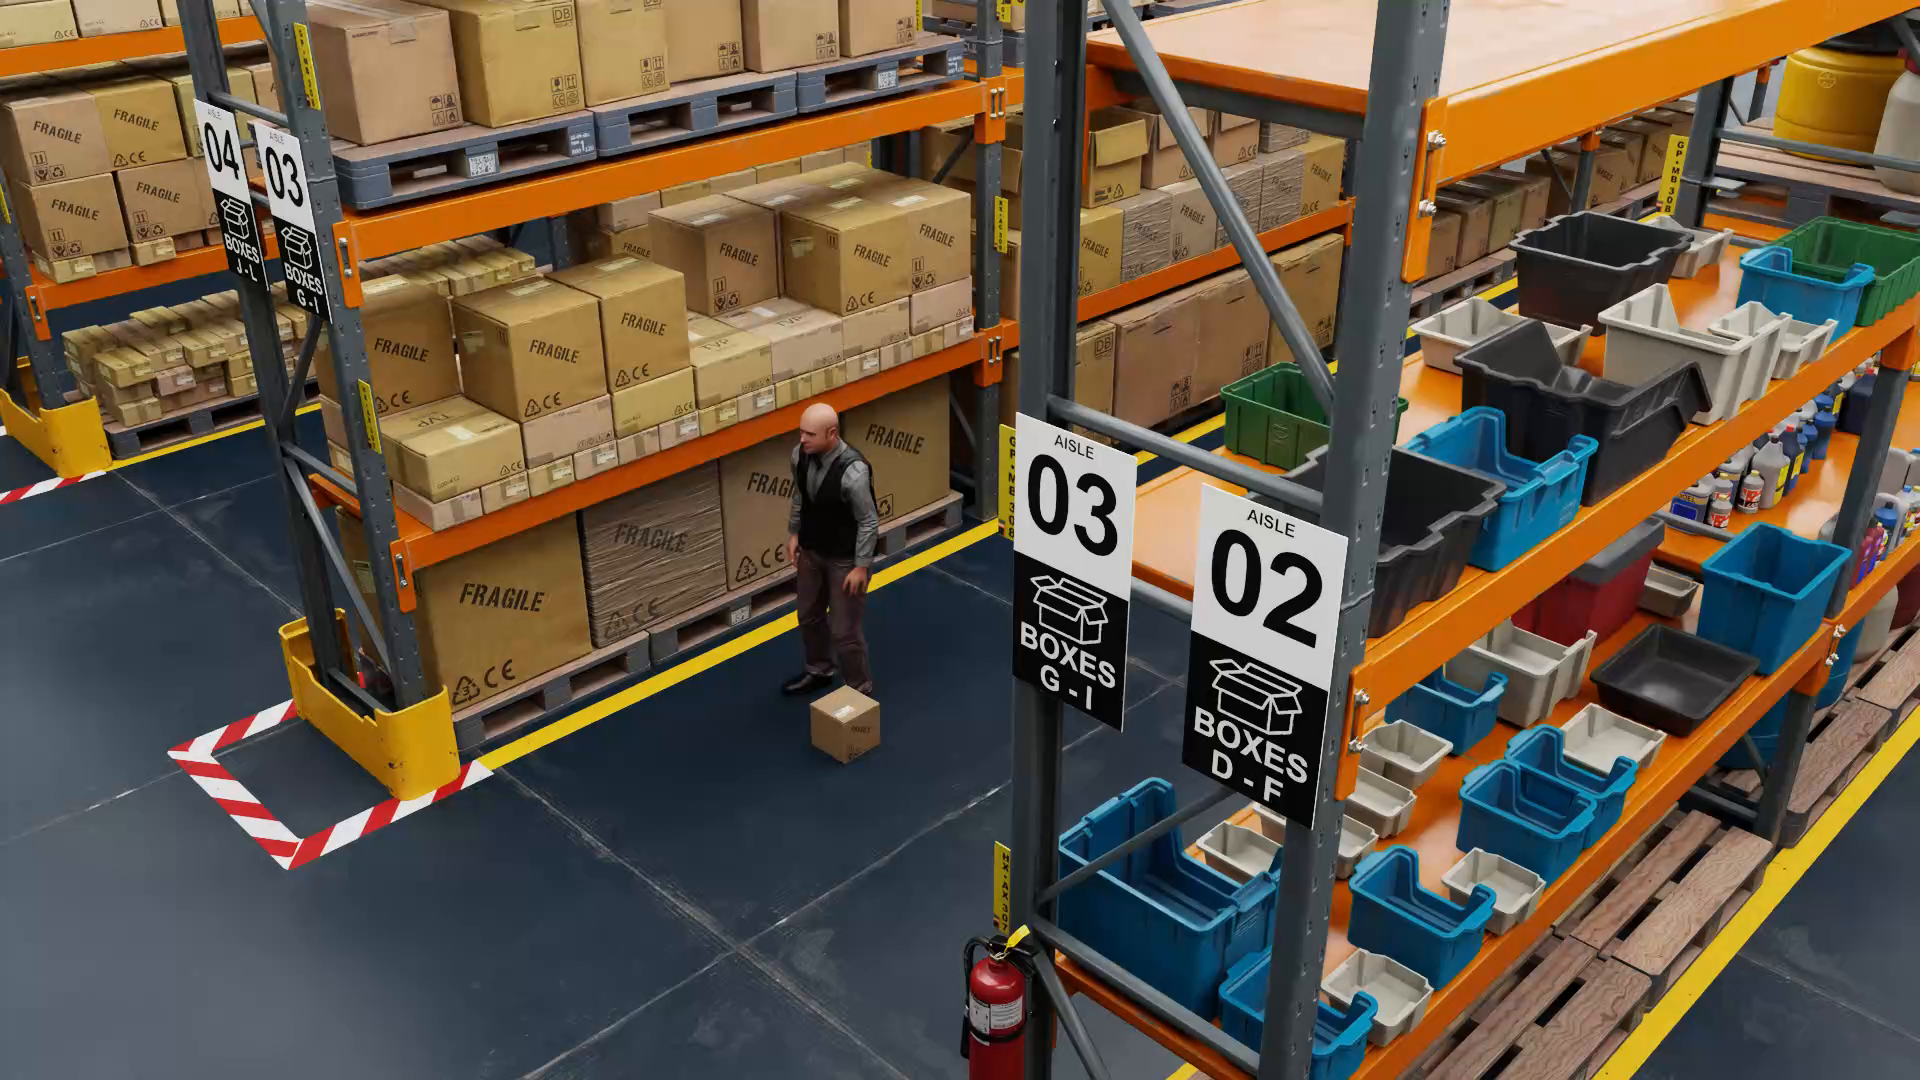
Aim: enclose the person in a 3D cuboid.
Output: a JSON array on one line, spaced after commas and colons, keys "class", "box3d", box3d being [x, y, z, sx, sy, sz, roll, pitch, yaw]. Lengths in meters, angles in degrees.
[{"class": "person", "box3d": [-0.639, 0.074, 8.504, 0.578, 1.720, 0.420, 24, 36, 38]}]
